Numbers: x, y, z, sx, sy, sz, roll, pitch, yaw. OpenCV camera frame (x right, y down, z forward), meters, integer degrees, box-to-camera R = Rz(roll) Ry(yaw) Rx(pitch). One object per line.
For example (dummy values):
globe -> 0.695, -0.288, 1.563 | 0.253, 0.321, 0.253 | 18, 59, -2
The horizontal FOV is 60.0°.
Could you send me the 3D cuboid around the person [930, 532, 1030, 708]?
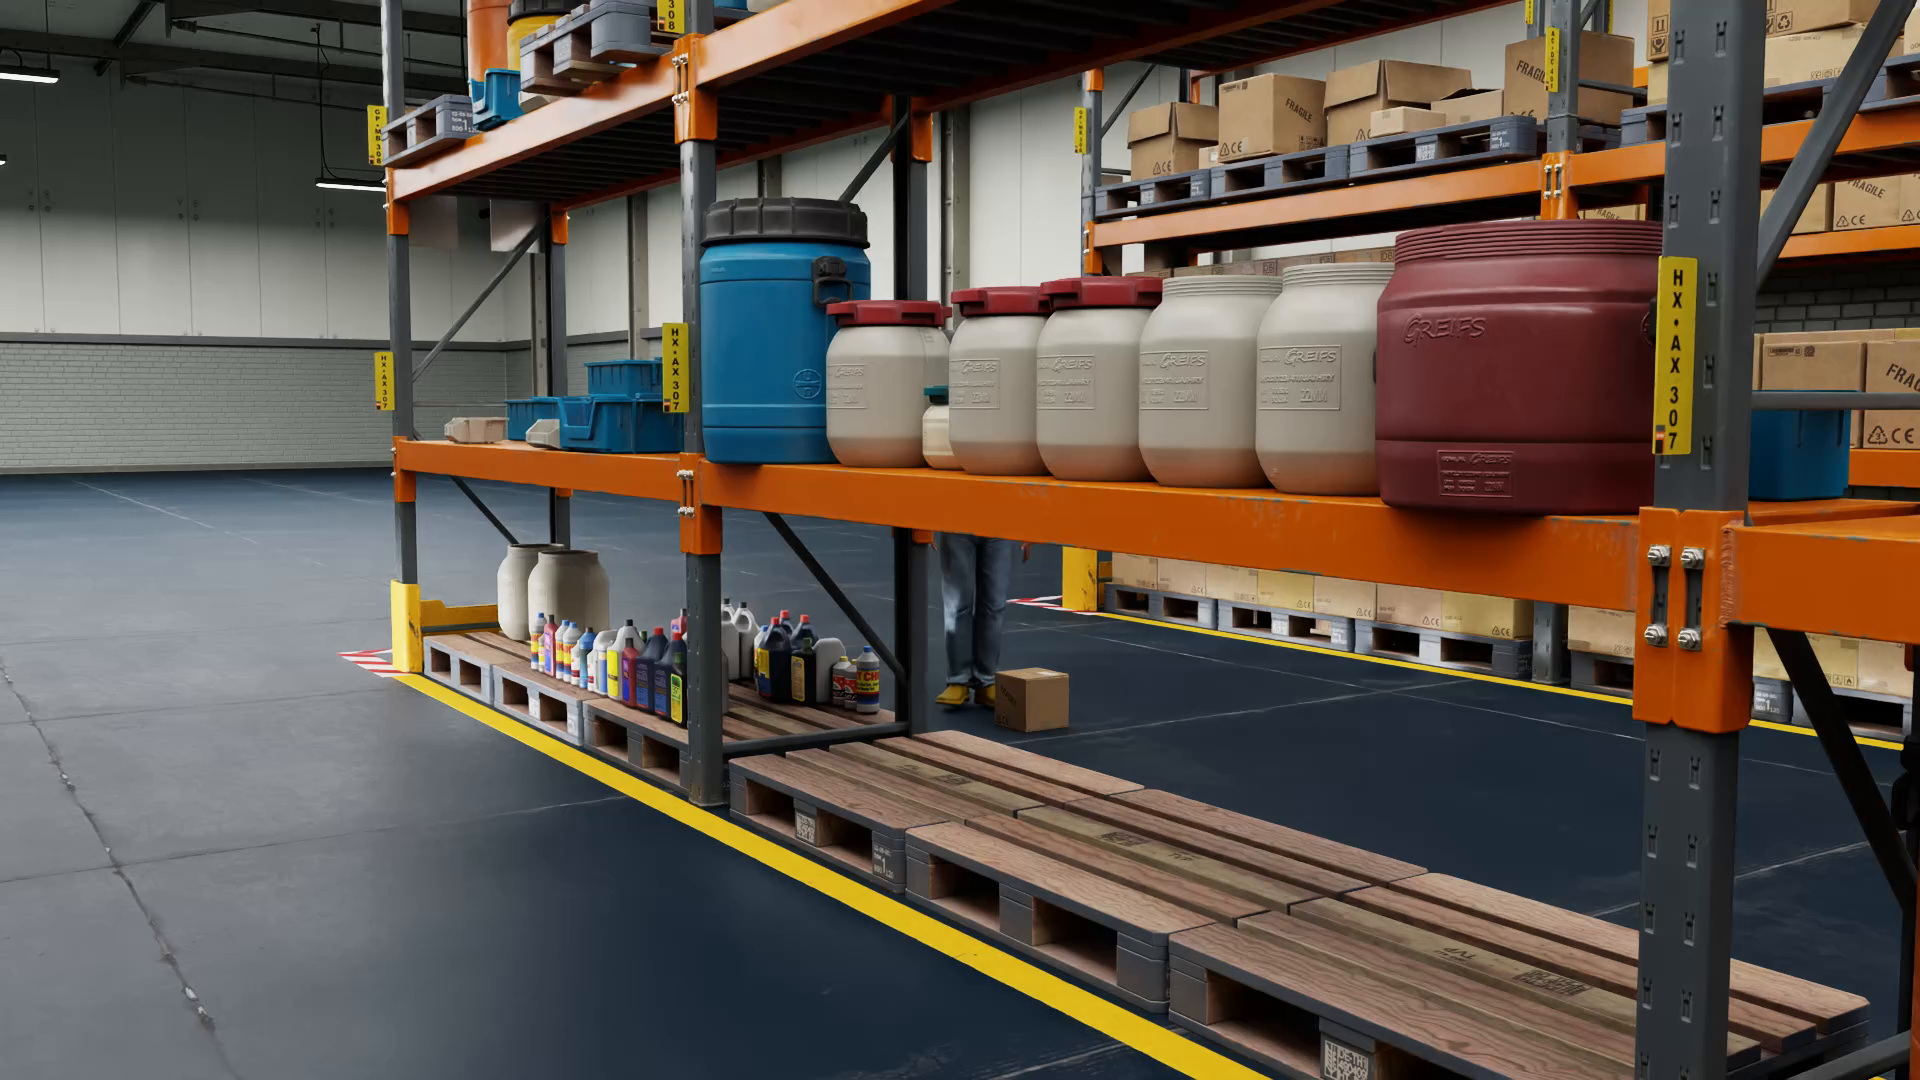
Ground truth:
person -> 0.061, -0.057, 8.172 | 0.643, 1.766, 0.377 | -2, 5, -19
